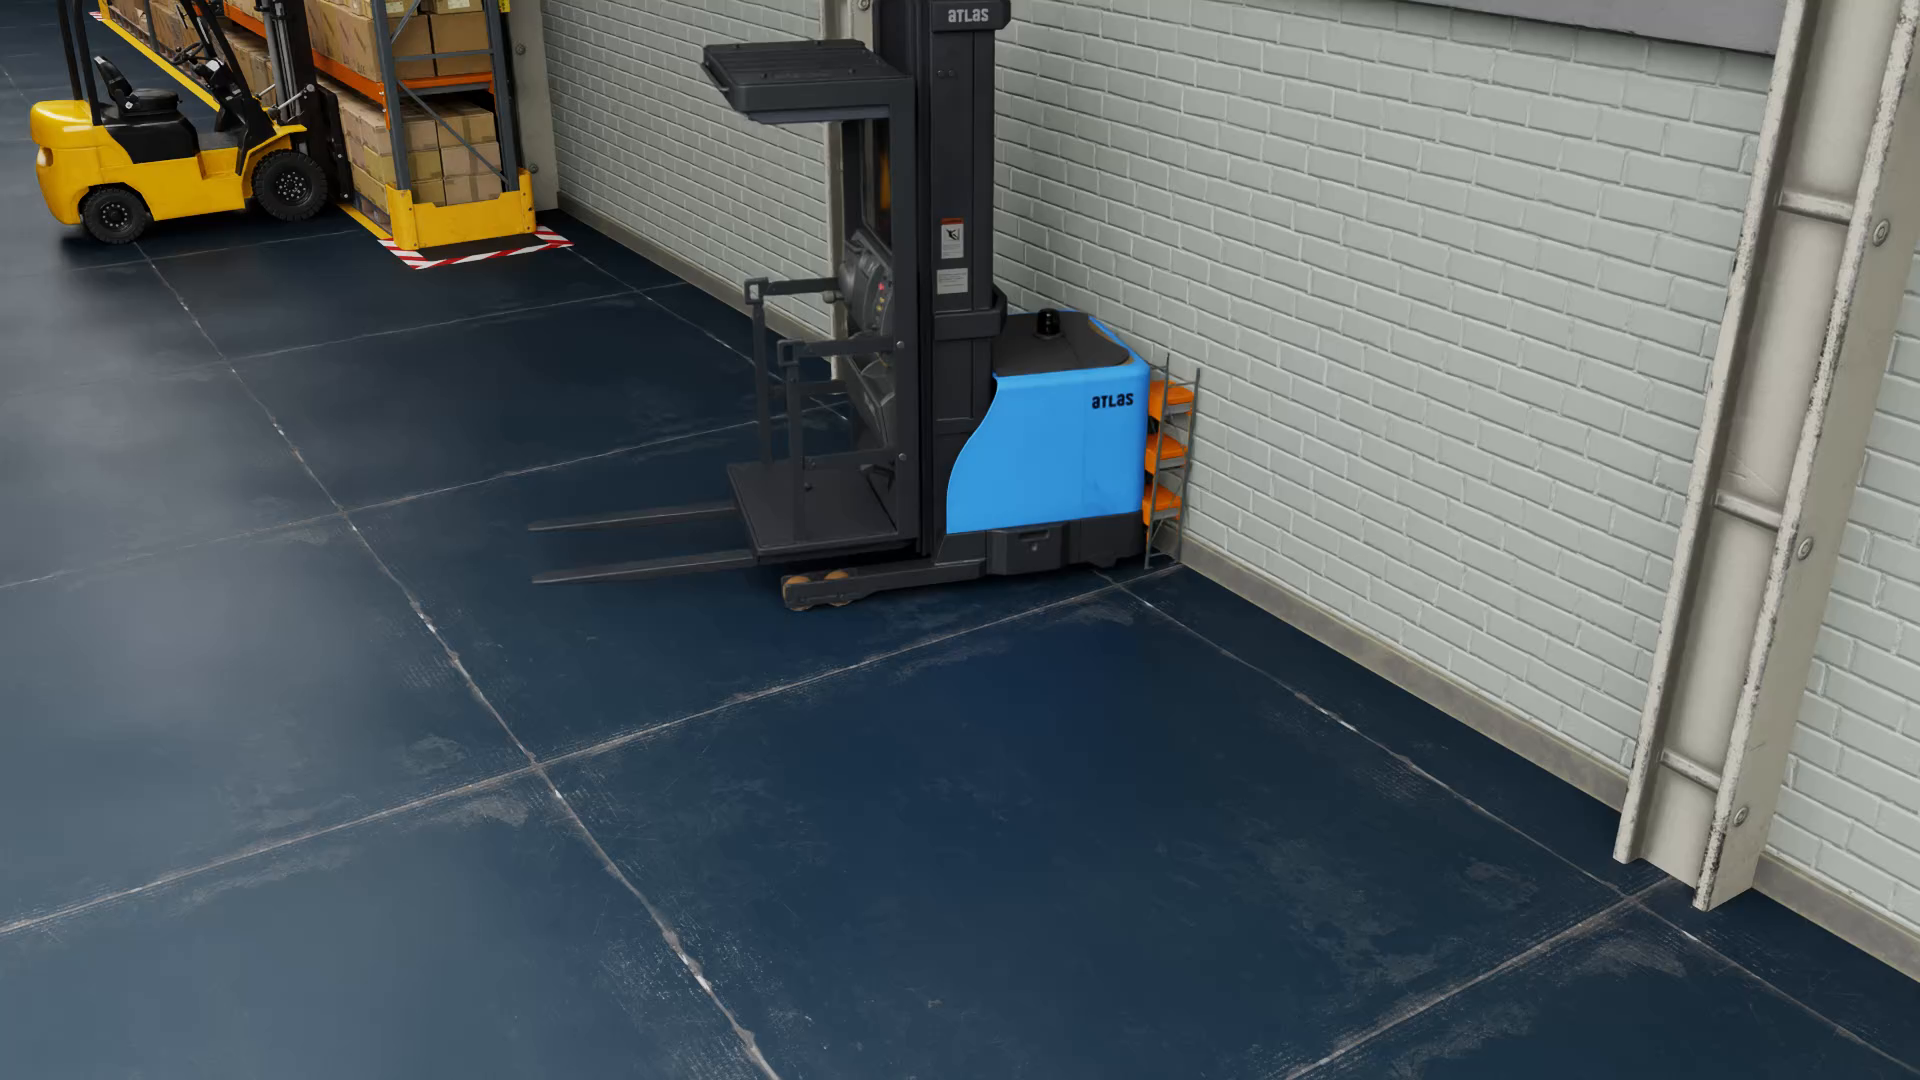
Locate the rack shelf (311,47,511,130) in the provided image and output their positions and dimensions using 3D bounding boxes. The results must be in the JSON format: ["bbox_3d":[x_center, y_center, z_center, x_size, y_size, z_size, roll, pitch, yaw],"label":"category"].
[{"bbox_3d":[-5.337,-4.357,15.309,1.077,0.370,4.000,-16,29,-30],"label":"rack shelf"}]

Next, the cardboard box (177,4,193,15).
[{"bbox_3d":[-9.795,-6.780,21.275,0.380,0.149,0.250,-17,30,-32],"label":"cardboard box"}]

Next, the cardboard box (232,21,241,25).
[{"bbox_3d":[-8.859,-6.284,20.985,0.500,0.500,0.500,-15,29,-29],"label":"cardboard box"}]

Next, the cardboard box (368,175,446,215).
[{"bbox_3d":[-4.766,-3.008,14.338,0.500,0.250,0.500,-15,29,-29],"label":"cardboard box"}]

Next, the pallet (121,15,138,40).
[{"bbox_3d":[-11.840,-7.681,24.774,1.003,0.211,1.213,-16,29,-30],"label":"pallet"}]

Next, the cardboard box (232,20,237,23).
[{"bbox_3d":[-8.961,-6.612,20.920,0.380,0.149,0.250,-15,29,-29],"label":"cardboard box"}]

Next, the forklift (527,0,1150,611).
[{"bbox_3d":[-0.635,-1.232,7.927,3.031,2.935,1.130,-7,26,-14],"label":"forklift"}]

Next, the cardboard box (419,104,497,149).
[{"bbox_3d":[-4.349,-3.582,14.382,0.500,0.250,0.500,-16,30,-30],"label":"cardboard box"}]

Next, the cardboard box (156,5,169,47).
[{"bbox_3d":[-10.422,-6.905,22.300,0.500,0.500,0.500,-16,30,-30],"label":"cardboard box"}]

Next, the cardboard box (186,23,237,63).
[{"bbox_3d":[-9.288,-6.171,20.744,0.500,0.500,0.500,-16,30,-30],"label":"cardboard box"}]

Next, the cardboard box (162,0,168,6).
[{"bbox_3d":[-10.458,-7.252,22.274,0.380,0.149,0.250,-17,30,-32],"label":"cardboard box"}]

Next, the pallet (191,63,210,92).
[{"bbox_3d":[-8.988,-5.844,20.881,1.003,0.211,1.213,-16,29,-30],"label":"pallet"}]

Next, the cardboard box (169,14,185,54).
[{"bbox_3d":[-9.875,-6.539,21.524,0.500,0.500,0.500,-17,30,-31],"label":"cardboard box"}]

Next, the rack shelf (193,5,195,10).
[{"bbox_3d":[-9.704,-7.219,21.371,1.077,0.370,4.000,-16,29,-30],"label":"rack shelf"}]

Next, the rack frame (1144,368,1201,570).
[{"bbox_3d":[1.048,-0.342,8.224,0.200,1.050,0.008,-11,28,-27],"label":"rack frame"}]

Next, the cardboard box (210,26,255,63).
[{"bbox_3d":[-8.283,-5.718,19.640,0.875,0.625,0.625,-15,29,-28],"label":"cardboard box"}]

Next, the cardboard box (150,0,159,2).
[{"bbox_3d":[-10.823,-7.422,22.635,0.380,0.149,0.250,-14,29,-27],"label":"cardboard box"}]

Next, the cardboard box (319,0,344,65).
[{"bbox_3d":[-5.289,-4.498,14.648,0.500,0.500,0.500,-16,30,-31],"label":"cardboard box"}]

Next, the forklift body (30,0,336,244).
[{"bbox_3d":[-6.809,-3.837,14.358,2.313,2.155,1.214,-16,29,-30],"label":"forklift body"}]

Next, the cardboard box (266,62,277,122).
[{"bbox_3d":[-6.723,-4.698,17.478,0.875,0.625,0.625,-14,29,-27],"label":"cardboard box"}]

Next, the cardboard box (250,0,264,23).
[{"bbox_3d":[-6.923,-5.449,16.956,0.500,0.250,0.500,-15,29,-28],"label":"cardboard box"}]

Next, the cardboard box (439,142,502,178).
[{"bbox_3d":[-4.328,-3.356,14.490,0.500,0.250,0.500,-15,29,-29],"label":"cardboard box"}]

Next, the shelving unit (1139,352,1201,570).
[{"bbox_3d":[0.990,-0.391,8.320,0.215,1.050,0.252,-11,28,-27],"label":"shelving unit"}]

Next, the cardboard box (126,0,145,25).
[{"bbox_3d":[-11.724,-7.823,24.243,0.700,0.500,0.500,-17,30,-31],"label":"cardboard box"}]

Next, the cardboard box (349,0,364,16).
[{"bbox_3d":[-4.834,-4.449,13.784,0.380,0.149,0.250,-15,29,-29],"label":"cardboard box"}]

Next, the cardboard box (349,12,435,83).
[{"bbox_3d":[-4.734,-4.127,13.862,0.500,0.500,0.500,-16,30,-31],"label":"cardboard box"}]

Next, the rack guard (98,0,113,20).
[{"bbox_3d":[-12.938,-8.533,26.239,1.175,0.500,0.348,-16,29,-30],"label":"rack guard"}]

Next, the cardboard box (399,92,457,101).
[{"bbox_3d":[-4.889,-3.941,15.143,0.500,0.250,0.500,-16,30,-30],"label":"cardboard box"}]

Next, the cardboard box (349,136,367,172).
[{"bbox_3d":[-5.038,-3.423,14.631,0.500,0.250,0.500,-16,30,-30],"label":"cardboard box"}]

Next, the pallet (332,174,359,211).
[{"bbox_3d":[-5.360,-3.406,15.718,1.003,0.211,1.213,-16,29,-30],"label":"pallet"}]

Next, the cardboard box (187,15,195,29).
[{"bbox_3d":[-9.269,-6.390,20.448,0.380,0.149,0.250,-17,30,-32],"label":"cardboard box"}]

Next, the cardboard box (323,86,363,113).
[{"bbox_3d":[-5.596,-4.000,15.268,0.500,0.250,0.500,-16,30,-31],"label":"cardboard box"}]

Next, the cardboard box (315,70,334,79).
[{"bbox_3d":[-6.157,-4.365,16.041,0.500,0.250,0.500,-15,29,-29],"label":"cardboard box"}]

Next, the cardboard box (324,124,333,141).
[{"bbox_3d":[-5.607,-3.783,15.392,0.500,0.250,0.500,-16,29,-30],"label":"cardboard box"}]

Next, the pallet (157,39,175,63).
[{"bbox_3d":[-10.320,-6.716,22.730,1.003,0.211,1.213,-16,29,-30],"label":"pallet"}]

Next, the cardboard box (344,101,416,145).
[{"bbox_3d":[-5.042,-3.639,14.503,0.500,0.250,0.500,-15,29,-29],"label":"cardboard box"}]

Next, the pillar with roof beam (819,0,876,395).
[{"bbox_3d":[-4.202,-3.990,6.661,9.100,9.000,0.400,-16,29,-30],"label":"pillar with roof beam"}]

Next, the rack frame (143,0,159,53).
[{"bbox_3d":[-10.796,-8.259,22.732,1.000,3.000,0.127,-16,29,-30],"label":"rack frame"}]

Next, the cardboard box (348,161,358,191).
[{"bbox_3d":[-5.296,-3.369,15.103,0.500,0.250,0.500,-15,29,-29],"label":"cardboard box"}]

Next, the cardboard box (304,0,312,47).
[{"bbox_3d":[-5.830,-4.860,15.415,0.500,0.500,0.500,-16,30,-30],"label":"cardboard box"}]

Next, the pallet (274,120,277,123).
[{"bbox_3d":[-6.864,-4.391,17.805,1.003,0.211,1.213,-16,29,-30],"label":"pallet"}]

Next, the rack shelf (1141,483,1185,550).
[{"bbox_3d":[0.976,-0.130,8.442,0.215,0.259,0.240,-11,28,-27],"label":"rack shelf"}]

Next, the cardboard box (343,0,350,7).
[{"bbox_3d":[-5.050,-4.647,14.204,0.380,0.149,0.250,-16,30,-30],"label":"cardboard box"}]

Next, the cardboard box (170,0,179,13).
[{"bbox_3d":[-10.058,-6.970,21.676,0.380,0.149,0.250,-14,29,-28],"label":"cardboard box"}]

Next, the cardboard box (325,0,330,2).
[{"bbox_3d":[-5.390,-4.818,14.565,0.380,0.149,0.250,-15,29,-29],"label":"cardboard box"}]

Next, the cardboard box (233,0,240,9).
[{"bbox_3d":[-7.448,-5.813,17.725,0.500,0.250,0.500,-15,29,-29],"label":"cardboard box"}]

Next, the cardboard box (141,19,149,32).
[{"bbox_3d":[-11.346,-7.291,23.528,0.380,0.149,0.250,-17,30,-31],"label":"cardboard box"}]

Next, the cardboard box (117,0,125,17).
[{"bbox_3d":[-12.291,-8.194,25.030,0.700,0.500,0.500,-14,29,-27],"label":"cardboard box"}]

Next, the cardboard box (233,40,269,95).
[{"bbox_3d":[-7.552,-5.246,18.638,0.875,0.625,0.625,-17,30,-32],"label":"cardboard box"}]

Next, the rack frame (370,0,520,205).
[{"bbox_3d":[-4.245,-3.967,13.640,1.000,3.000,0.127,-16,29,-30],"label":"rack frame"}]

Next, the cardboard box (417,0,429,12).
[{"bbox_3d":[-4.401,-4.561,14.021,0.380,0.149,0.250,-16,29,-30],"label":"cardboard box"}]
